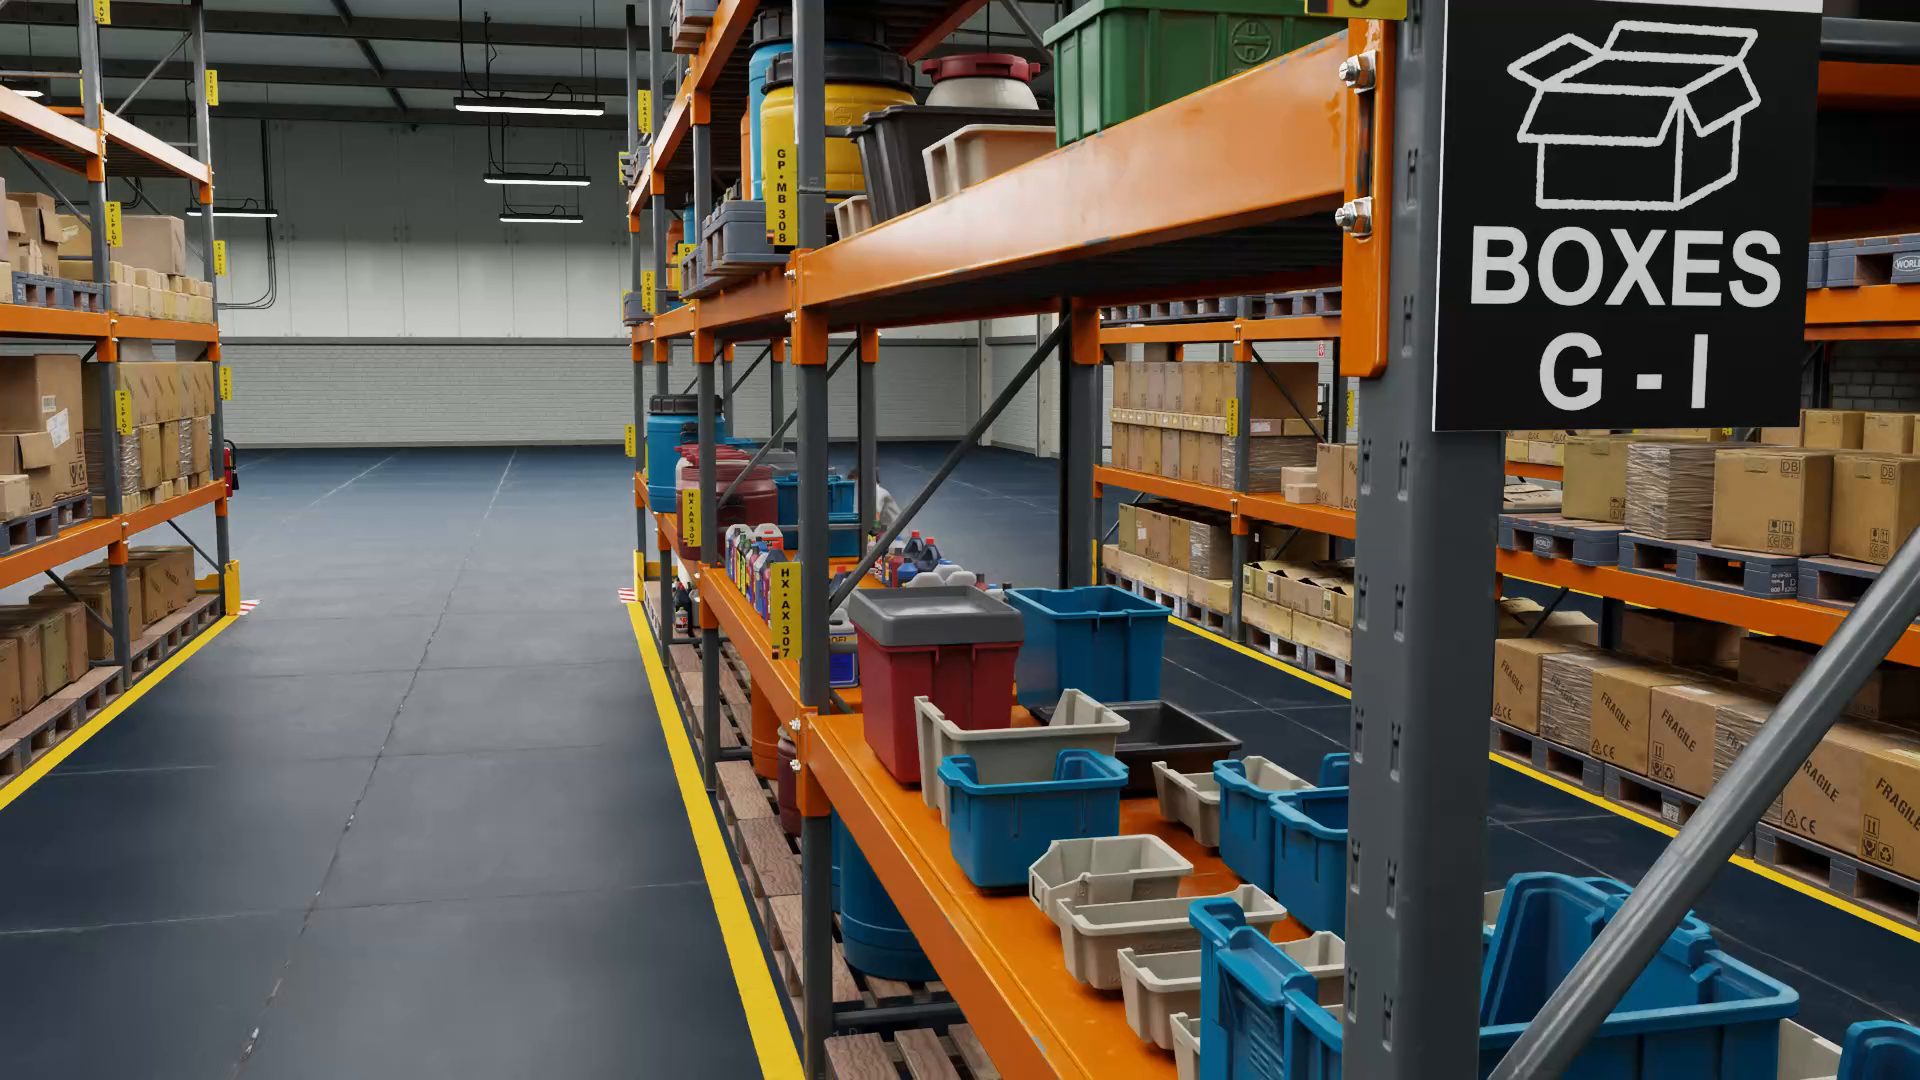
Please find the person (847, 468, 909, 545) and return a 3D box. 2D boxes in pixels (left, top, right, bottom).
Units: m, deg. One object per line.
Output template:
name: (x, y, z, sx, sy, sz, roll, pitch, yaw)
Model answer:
person: (-0.809, -0.004, 16.412, 0.616, 1.417, 0.490, -1, 6, -13)
